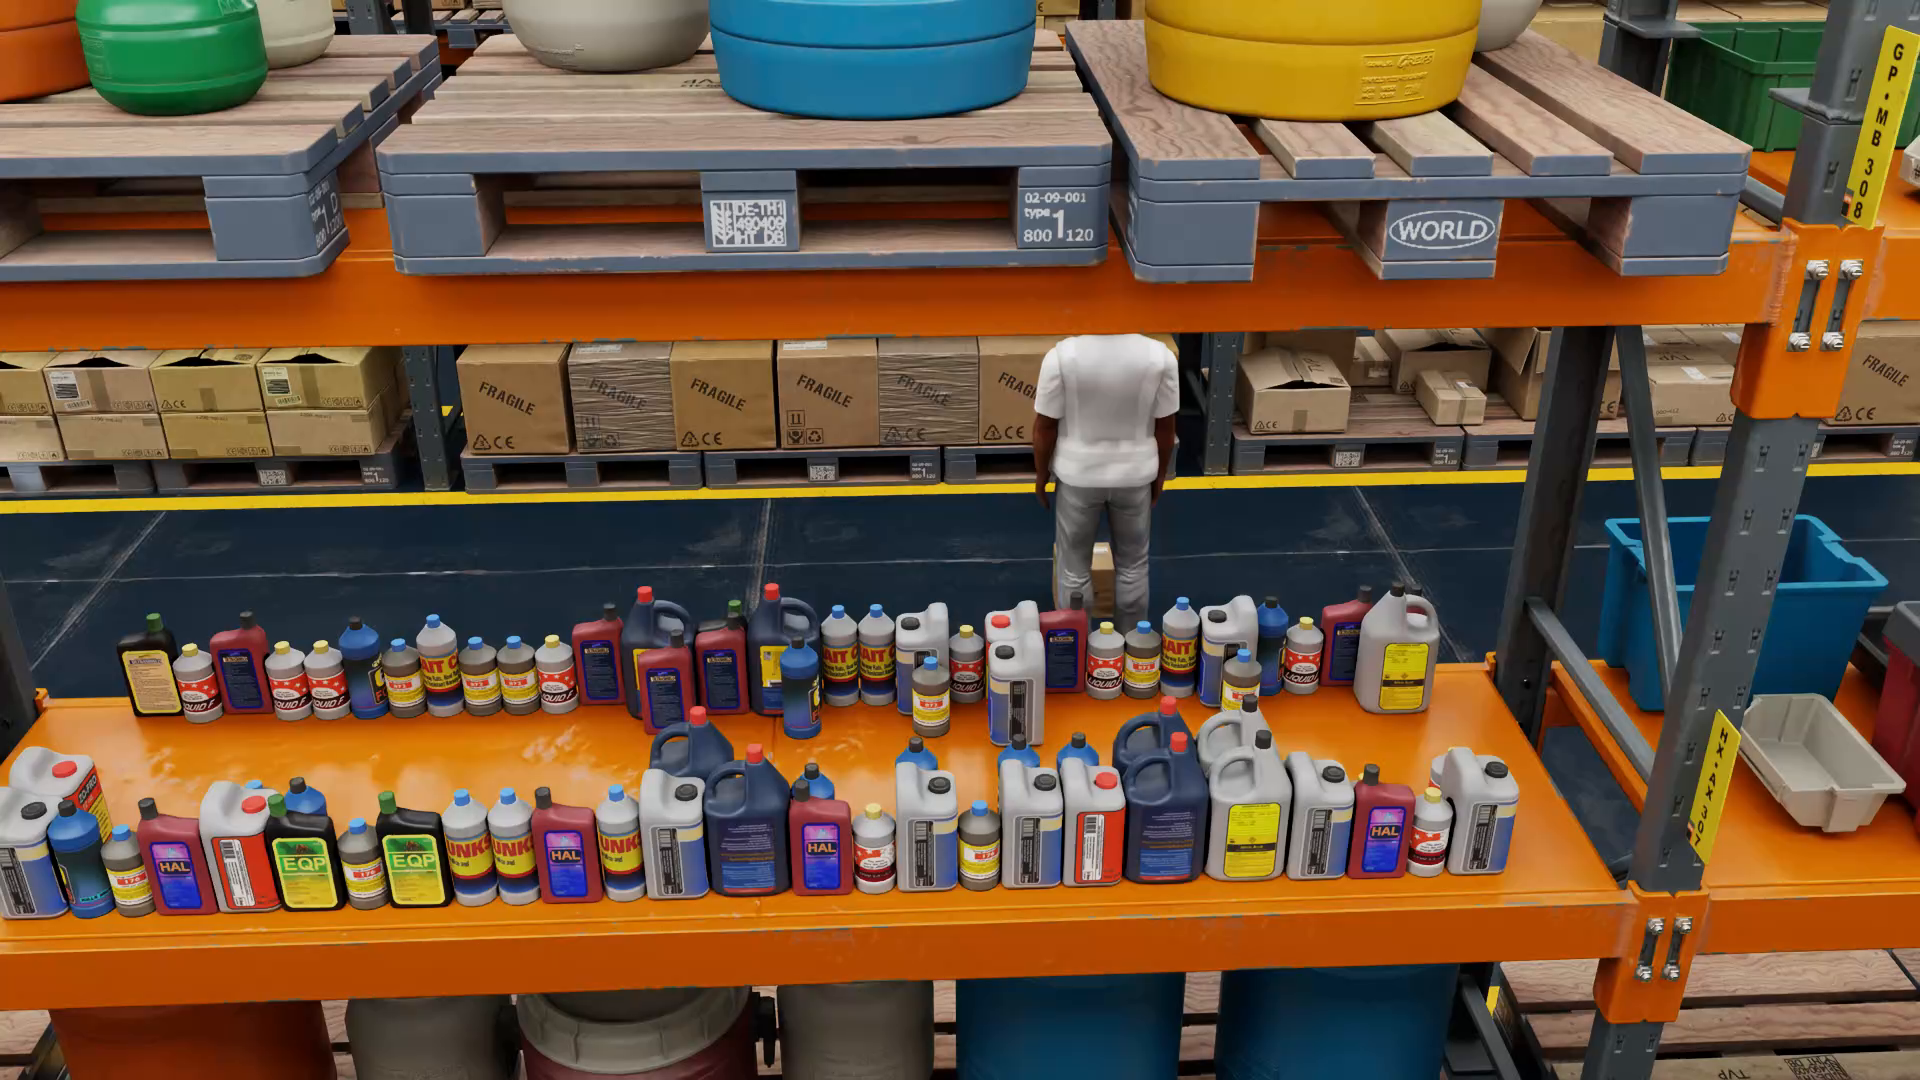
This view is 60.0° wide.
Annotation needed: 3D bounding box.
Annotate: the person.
[{"bbox_3d":[0.563,-0.260,6.599,0.563,1.761,0.355,-1,27,-2],"label":"person"}]
